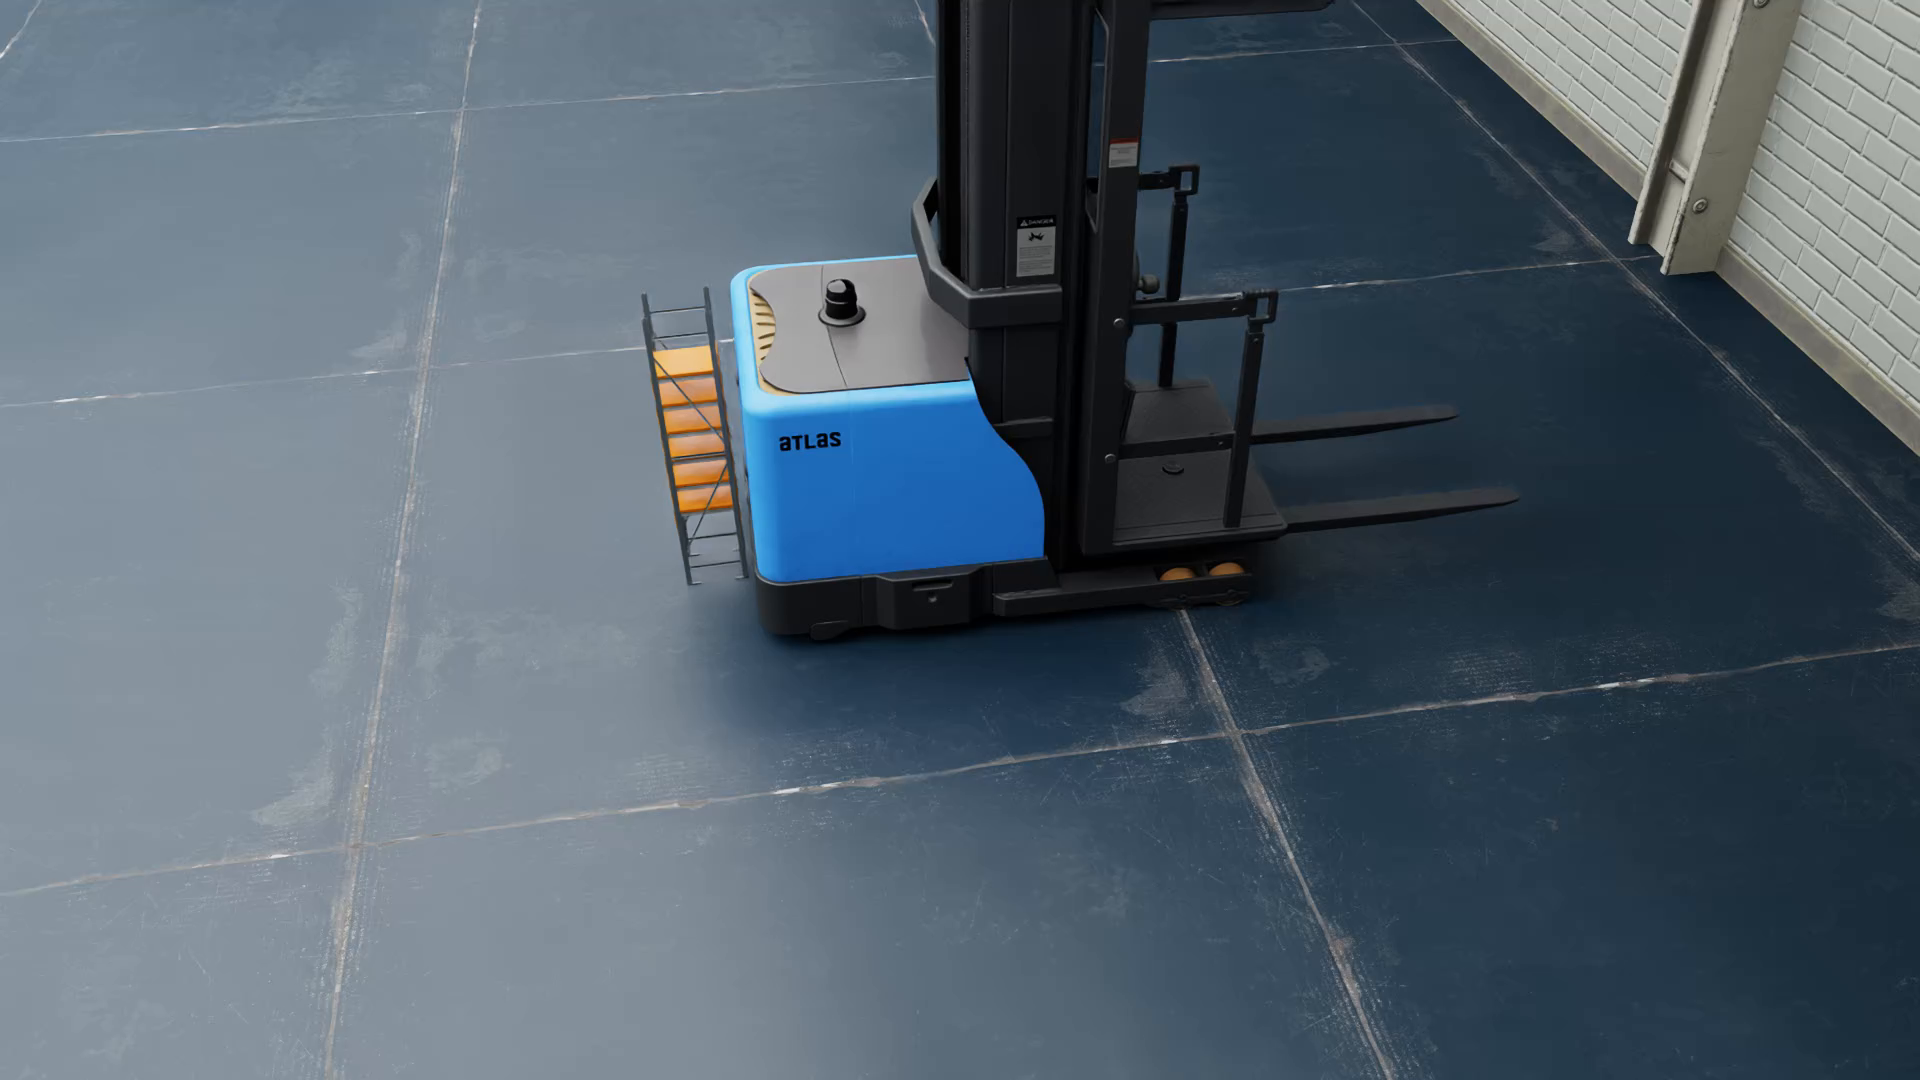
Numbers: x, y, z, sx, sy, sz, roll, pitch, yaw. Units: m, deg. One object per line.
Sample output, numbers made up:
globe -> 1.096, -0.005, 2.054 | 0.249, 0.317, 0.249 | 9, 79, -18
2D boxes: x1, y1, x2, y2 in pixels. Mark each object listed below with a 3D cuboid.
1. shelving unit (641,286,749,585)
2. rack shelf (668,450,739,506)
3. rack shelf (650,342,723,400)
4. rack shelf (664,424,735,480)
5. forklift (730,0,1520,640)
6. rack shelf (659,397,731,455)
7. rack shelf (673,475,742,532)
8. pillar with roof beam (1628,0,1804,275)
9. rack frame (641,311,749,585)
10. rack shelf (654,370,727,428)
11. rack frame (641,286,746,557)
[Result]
shelving unit -> -0.985, -0.366, 6.236 | 0.258, 1.200, 0.189 | -7, 38, -6
rack shelf -> -0.979, -0.236, 6.337 | 0.258, 0.103, 0.180 | -7, 38, -6
rack shelf -> -0.995, -0.614, 6.041 | 0.258, 0.103, 0.180 | -7, 38, -6
rack shelf -> -0.983, -0.331, 6.263 | 0.258, 0.103, 0.180 | -7, 38, -6
forklift -> 0.677, -1.202, 5.908 | 3.031, 2.935, 1.130 | -6, 38, -7
rack shelf -> -0.987, -0.425, 6.189 | 0.258, 0.103, 0.180 | -7, 38, -6
rack shelf -> -0.975, -0.142, 6.411 | 0.258, 0.103, 0.180 | -7, 38, -6
pillar with roof beam -> -0.522, -4.578, 5.308 | 9.100, 9.000, 0.400 | -6, 38, -8
rack frame -> -0.970, -0.310, 6.164 | 0.240, 1.200, 0.006 | -7, 38, -6
rack shelf -> -0.991, -0.520, 6.115 | 0.258, 0.103, 0.180 | -7, 38, -6
rack frame -> -0.999, -0.421, 6.307 | 0.240, 1.200, 0.006 | -7, 38, -6
